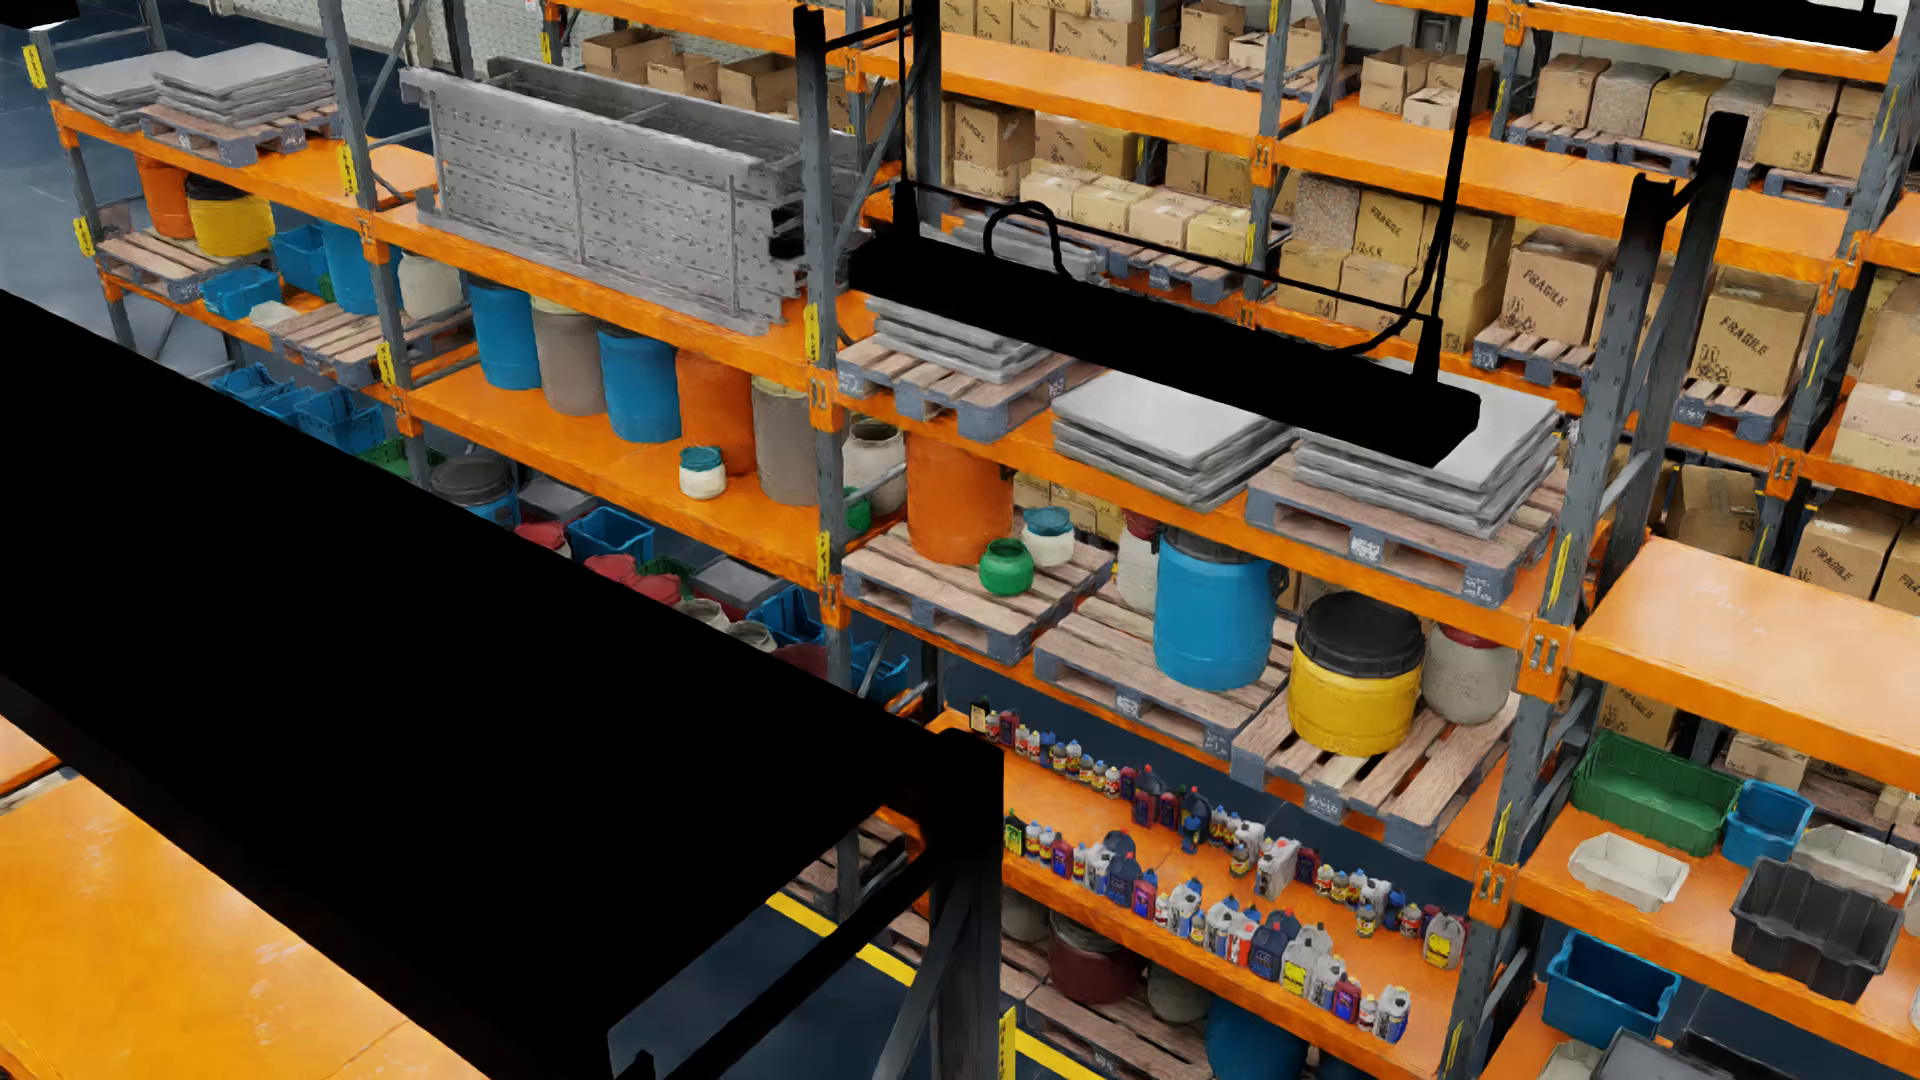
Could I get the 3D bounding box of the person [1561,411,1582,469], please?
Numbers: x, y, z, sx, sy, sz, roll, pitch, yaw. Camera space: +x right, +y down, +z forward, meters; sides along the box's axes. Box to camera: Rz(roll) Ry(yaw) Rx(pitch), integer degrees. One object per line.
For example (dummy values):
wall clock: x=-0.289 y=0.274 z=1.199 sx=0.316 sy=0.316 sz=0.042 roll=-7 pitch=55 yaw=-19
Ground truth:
person: x=5.441 y=-0.538 z=14.612 sx=0.522 sy=1.629 sz=0.593 roll=20 pitch=37 yaw=30
